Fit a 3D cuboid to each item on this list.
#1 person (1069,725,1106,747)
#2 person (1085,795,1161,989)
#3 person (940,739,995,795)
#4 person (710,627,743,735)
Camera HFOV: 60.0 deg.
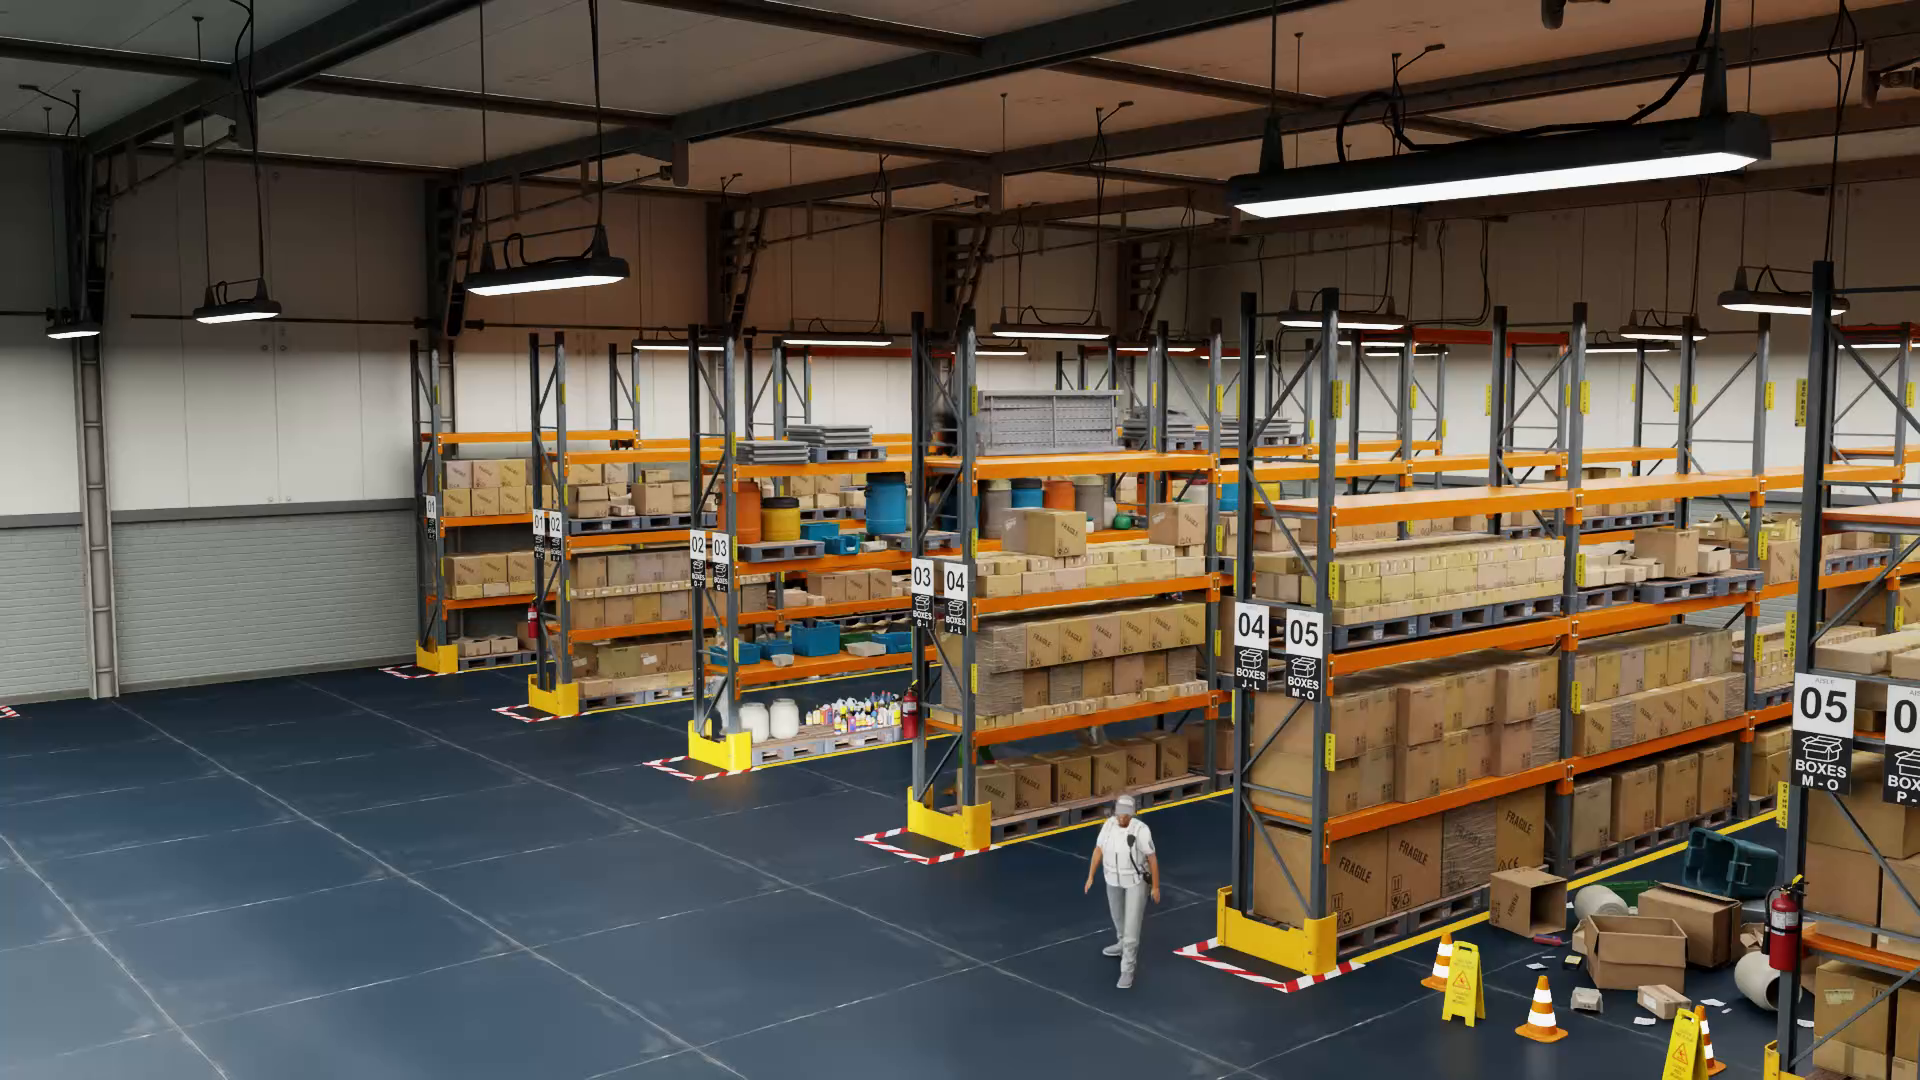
[{"bbox_3d":[1.767,2.197,22.536,0.658,1.751,0.716,5,7,44],"label":"person"},{"bbox_3d":[1.449,3.009,14.652,0.652,1.617,0.875,3,6,32],"label":"person"},{"bbox_3d":[0.123,2.327,21.212,0.769,1.778,0.738,0,5,-3],"label":"person"},{"bbox_3d":[-3.440,2.077,24.719,0.618,1.628,0.522,4,7,39],"label":"person"}]
